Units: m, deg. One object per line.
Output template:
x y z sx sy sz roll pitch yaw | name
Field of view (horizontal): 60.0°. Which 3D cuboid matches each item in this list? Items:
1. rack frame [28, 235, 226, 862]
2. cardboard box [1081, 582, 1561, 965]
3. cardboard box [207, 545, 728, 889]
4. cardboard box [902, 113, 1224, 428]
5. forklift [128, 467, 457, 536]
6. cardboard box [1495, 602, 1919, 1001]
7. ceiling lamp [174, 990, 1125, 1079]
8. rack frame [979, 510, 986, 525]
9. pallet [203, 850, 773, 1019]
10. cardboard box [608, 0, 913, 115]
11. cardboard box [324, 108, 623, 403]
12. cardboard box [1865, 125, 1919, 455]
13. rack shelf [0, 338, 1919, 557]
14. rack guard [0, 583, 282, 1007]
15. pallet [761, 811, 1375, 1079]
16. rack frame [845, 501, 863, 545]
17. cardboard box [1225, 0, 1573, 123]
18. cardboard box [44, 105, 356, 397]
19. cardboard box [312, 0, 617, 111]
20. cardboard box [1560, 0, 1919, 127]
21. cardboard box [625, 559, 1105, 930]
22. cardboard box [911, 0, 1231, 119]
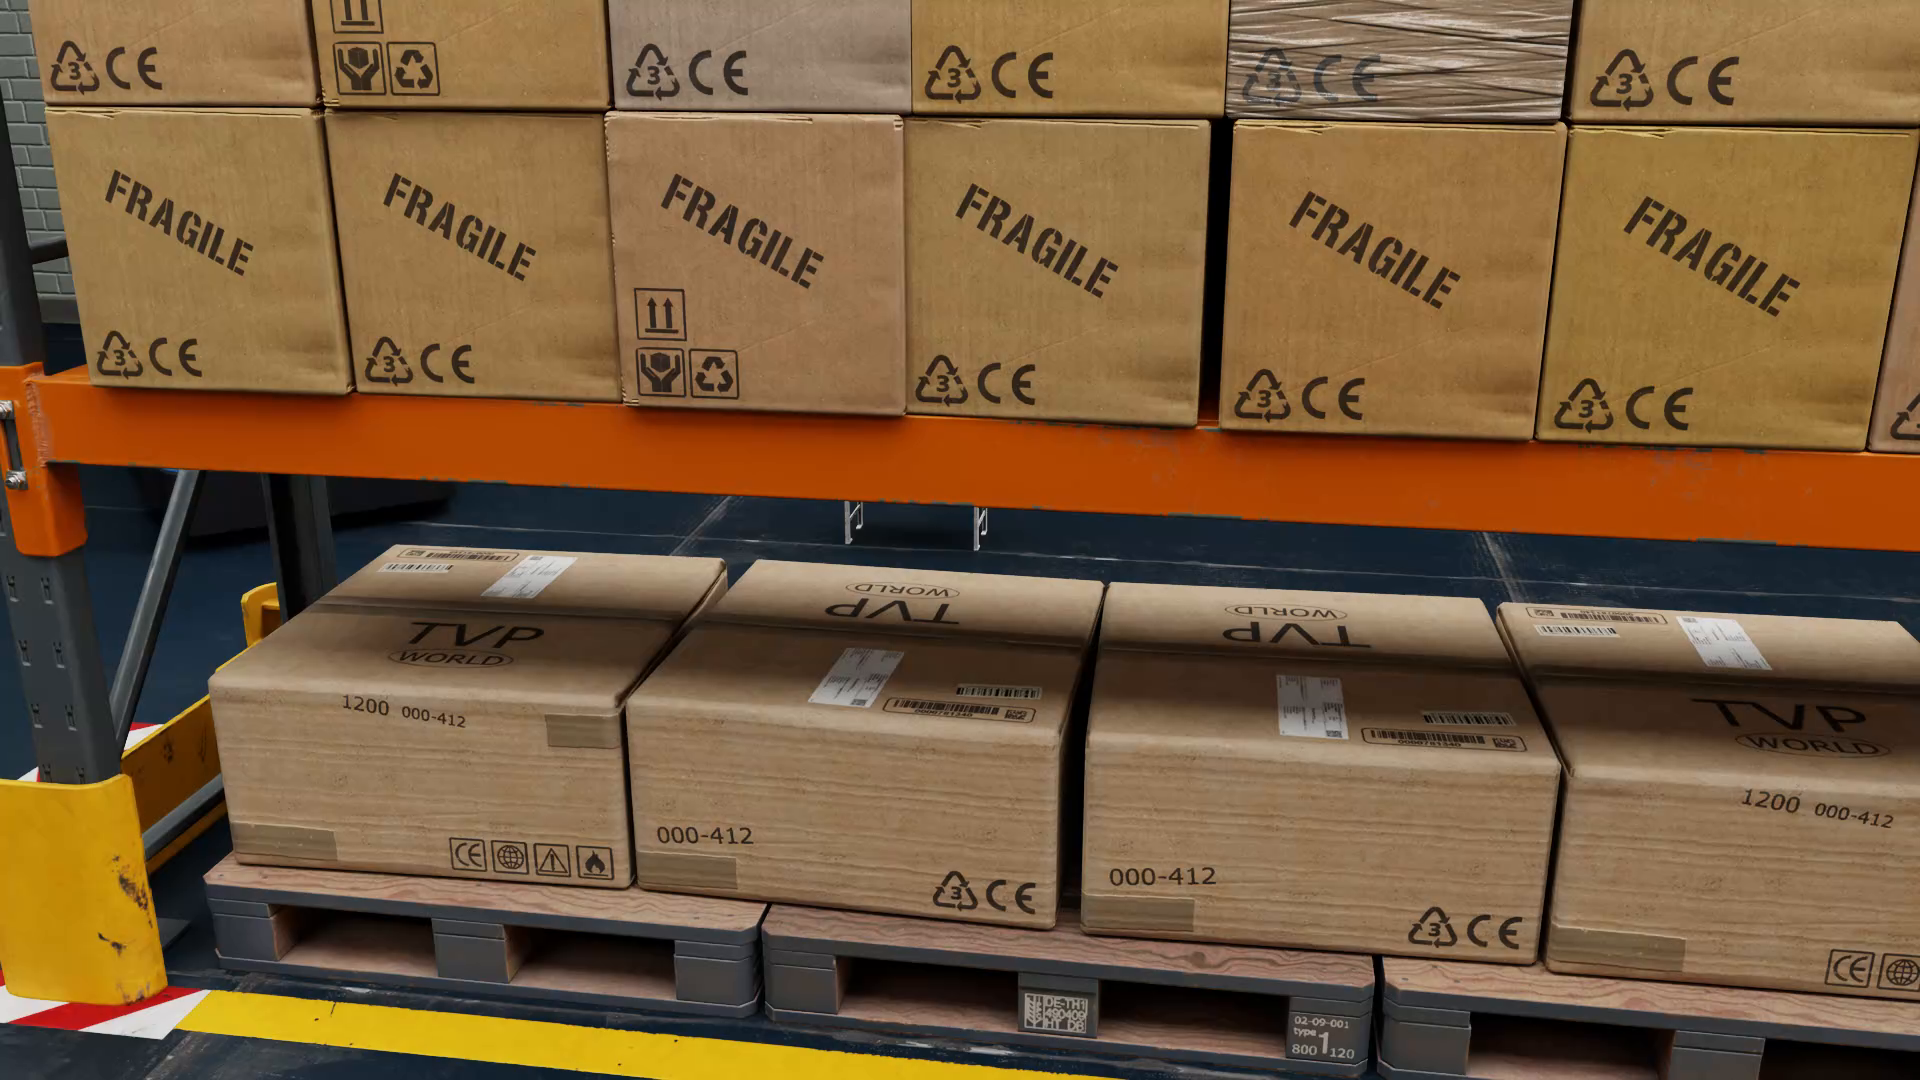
-1.734 -0.649 3.516 0.053 2.616 0.949 3 19 9 | rack frame
0.728 0.459 3.580 0.875 0.438 0.875 2 19 7 | cardboard box
-1.067 0.370 3.847 0.875 0.438 0.875 2 19 7 | cardboard box
0.194 -0.513 2.952 0.500 0.500 0.500 4 19 10 | cardboard box
-3.015 -0.570 3.526 4.780 2.843 9.713 -11 21 -30 | forklift
1.612 0.504 3.446 0.875 0.438 0.875 3 19 8 | cardboard box
0.131 1.052 3.160 3.459 0.001 0.159 3 19 9 | ceiling lamp
0.078 -0.565 6.102 0.006 1.046 0.228 3 19 9 | rack frame
-0.933 0.690 3.908 1.213 0.211 1.003 3 19 9 | pallet
-0.285 -1.009 2.858 0.500 0.500 0.500 3 19 8 | cardboard box
-0.802 -0.565 3.106 0.500 0.500 0.500 3 19 8 | cardboard box
1.716 -0.437 2.725 0.500 0.500 0.500 3 19 9 | cardboard box
0.240 -0.206 3.326 4.000 0.370 1.077 3 19 9 | rack shelf
-1.758 0.536 3.913 0.348 0.500 1.175 3 19 9 | rack guard
0.268 0.752 3.722 1.213 0.211 1.003 3 19 9 | pallet
-0.404 -0.590 6.174 0.015 1.200 0.240 3 19 9 | rack frame
1.057 -1.421 2.472 1.234 1.526 0.509 4 19 10 | cardboard box
-1.306 -0.581 3.156 0.500 0.500 0.500 3 19 8 | cardboard box
-0.795 -1.032 2.928 0.500 0.500 0.500 2 19 7 | cardboard box
1.205 -0.934 2.633 0.500 0.500 0.500 3 19 8 | cardboard box
-0.162 0.413 3.717 0.875 0.438 0.875 3 19 10 | cardboard box
0.208 -0.984 2.784 0.500 0.500 0.500 3 19 9 | cardboard box
